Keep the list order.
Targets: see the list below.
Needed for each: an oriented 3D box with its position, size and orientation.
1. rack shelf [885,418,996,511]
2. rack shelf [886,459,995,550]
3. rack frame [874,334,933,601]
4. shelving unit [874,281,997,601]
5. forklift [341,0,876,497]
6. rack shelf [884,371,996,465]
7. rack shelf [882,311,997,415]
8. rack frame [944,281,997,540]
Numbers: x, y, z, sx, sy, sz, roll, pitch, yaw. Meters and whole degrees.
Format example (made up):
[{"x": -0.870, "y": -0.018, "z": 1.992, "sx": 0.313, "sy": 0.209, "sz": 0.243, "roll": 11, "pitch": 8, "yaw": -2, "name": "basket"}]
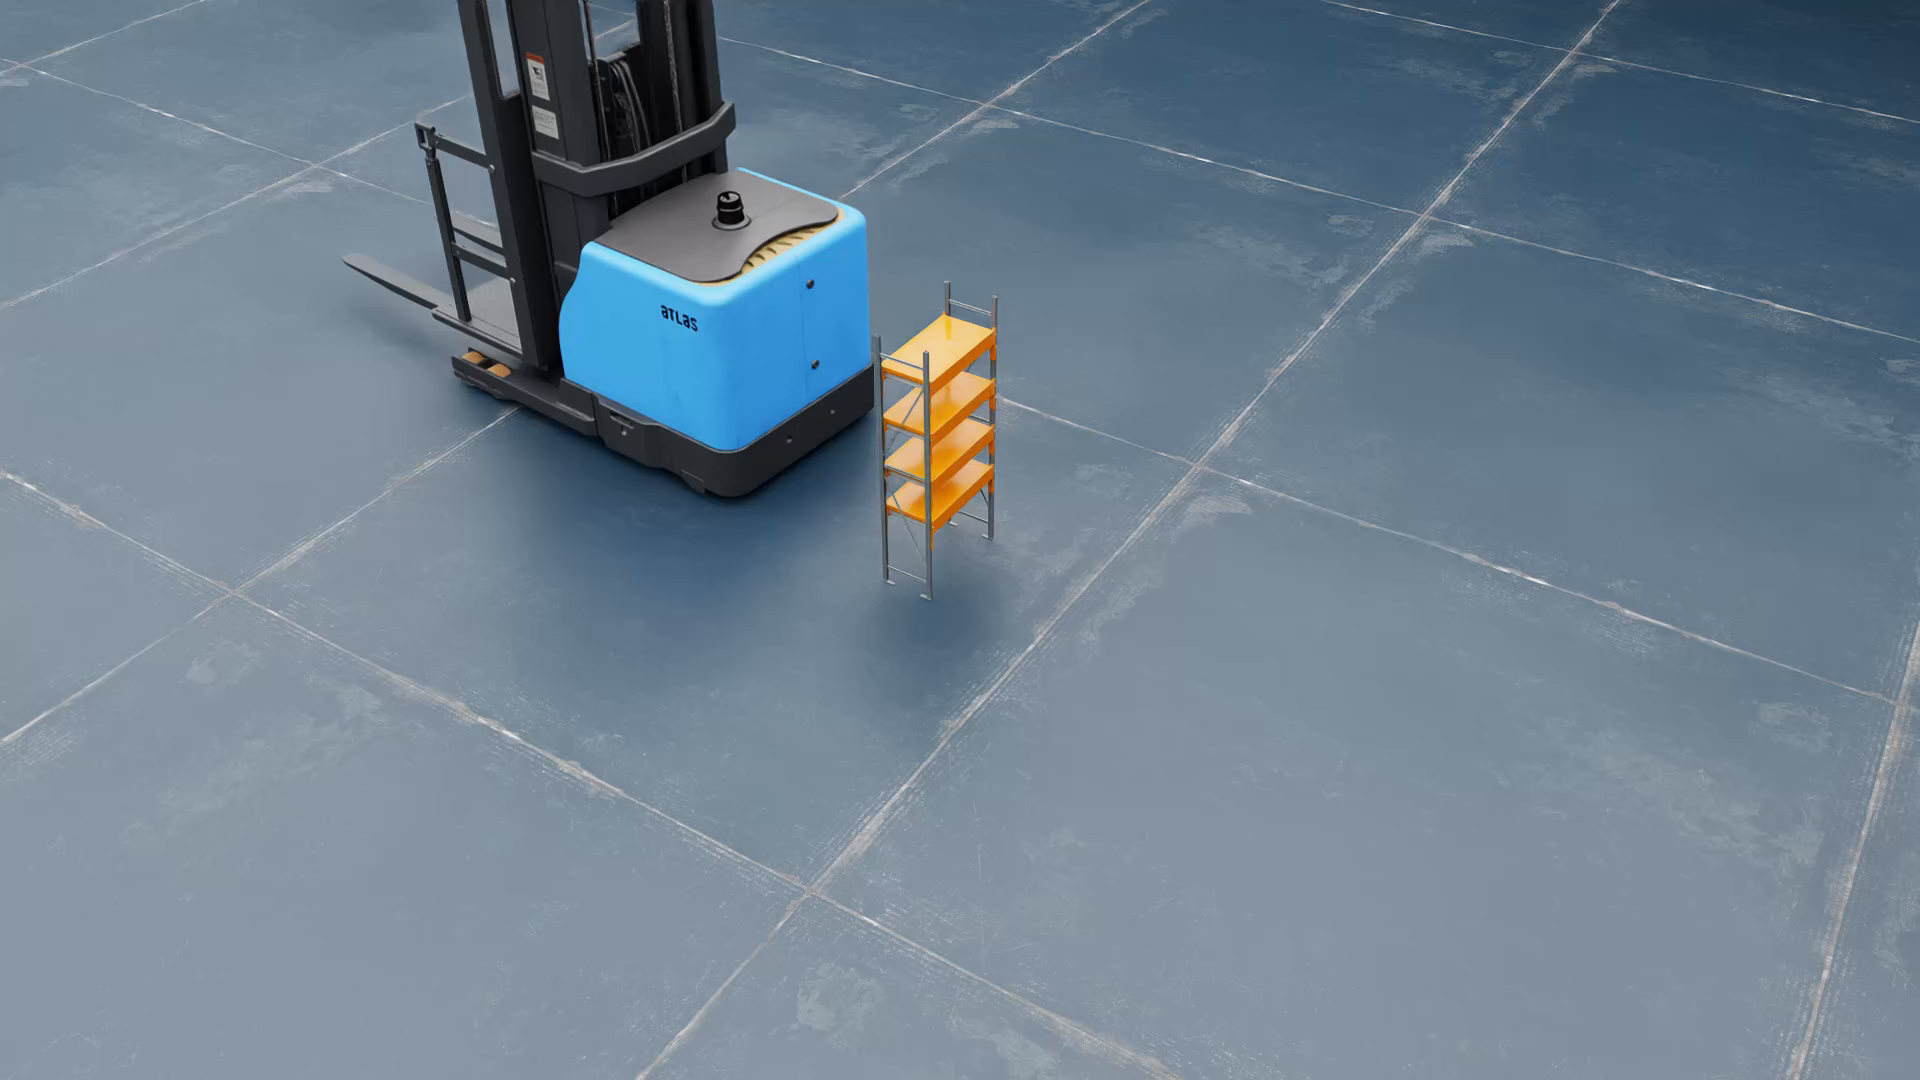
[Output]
[{"x": -0.089, "y": -0.337, "z": 6.814, "sx": 0.258, "sy": 0.148, "sz": 0.480, "roll": 21, "pitch": 42, "yaw": 25, "name": "rack shelf"}, {"x": -0.089, "y": -0.179, "z": 6.935, "sx": 0.258, "sy": 0.148, "sz": 0.480, "roll": 21, "pitch": 42, "yaw": 25, "name": "rack shelf"}, {"x": -0.219, "y": -0.264, "z": 6.610, "sx": 0.240, "sy": 1.200, "sz": 0.015, "roll": 21, "pitch": 42, "yaw": 25, "name": "rack frame"}, {"x": -0.089, "y": -0.390, "z": 6.773, "sx": 0.258, "sy": 1.200, "sz": 0.503, "roll": 21, "pitch": 42, "yaw": 25, "name": "shelving unit"}, {"x": -1.882, "y": -2.084, "z": 7.552, "sx": 3.031, "sy": 2.935, "sz": 1.130, "roll": 25, "pitch": 44, "yaw": 29, "name": "forklift"}, {"x": -0.089, "y": -0.514, "z": 6.677, "sx": 0.258, "sy": 0.148, "sz": 0.480, "roll": 21, "pitch": 42, "yaw": 25, "name": "rack shelf"}, {"x": -0.089, "y": -0.701, "z": 6.533, "sx": 0.258, "sy": 0.148, "sz": 0.480, "roll": 21, "pitch": 42, "yaw": 25, "name": "rack shelf"}, {"x": 0.042, "y": -0.516, "z": 6.936, "sx": 0.240, "sy": 1.200, "sz": 0.015, "roll": 21, "pitch": 42, "yaw": 25, "name": "rack frame"}]
